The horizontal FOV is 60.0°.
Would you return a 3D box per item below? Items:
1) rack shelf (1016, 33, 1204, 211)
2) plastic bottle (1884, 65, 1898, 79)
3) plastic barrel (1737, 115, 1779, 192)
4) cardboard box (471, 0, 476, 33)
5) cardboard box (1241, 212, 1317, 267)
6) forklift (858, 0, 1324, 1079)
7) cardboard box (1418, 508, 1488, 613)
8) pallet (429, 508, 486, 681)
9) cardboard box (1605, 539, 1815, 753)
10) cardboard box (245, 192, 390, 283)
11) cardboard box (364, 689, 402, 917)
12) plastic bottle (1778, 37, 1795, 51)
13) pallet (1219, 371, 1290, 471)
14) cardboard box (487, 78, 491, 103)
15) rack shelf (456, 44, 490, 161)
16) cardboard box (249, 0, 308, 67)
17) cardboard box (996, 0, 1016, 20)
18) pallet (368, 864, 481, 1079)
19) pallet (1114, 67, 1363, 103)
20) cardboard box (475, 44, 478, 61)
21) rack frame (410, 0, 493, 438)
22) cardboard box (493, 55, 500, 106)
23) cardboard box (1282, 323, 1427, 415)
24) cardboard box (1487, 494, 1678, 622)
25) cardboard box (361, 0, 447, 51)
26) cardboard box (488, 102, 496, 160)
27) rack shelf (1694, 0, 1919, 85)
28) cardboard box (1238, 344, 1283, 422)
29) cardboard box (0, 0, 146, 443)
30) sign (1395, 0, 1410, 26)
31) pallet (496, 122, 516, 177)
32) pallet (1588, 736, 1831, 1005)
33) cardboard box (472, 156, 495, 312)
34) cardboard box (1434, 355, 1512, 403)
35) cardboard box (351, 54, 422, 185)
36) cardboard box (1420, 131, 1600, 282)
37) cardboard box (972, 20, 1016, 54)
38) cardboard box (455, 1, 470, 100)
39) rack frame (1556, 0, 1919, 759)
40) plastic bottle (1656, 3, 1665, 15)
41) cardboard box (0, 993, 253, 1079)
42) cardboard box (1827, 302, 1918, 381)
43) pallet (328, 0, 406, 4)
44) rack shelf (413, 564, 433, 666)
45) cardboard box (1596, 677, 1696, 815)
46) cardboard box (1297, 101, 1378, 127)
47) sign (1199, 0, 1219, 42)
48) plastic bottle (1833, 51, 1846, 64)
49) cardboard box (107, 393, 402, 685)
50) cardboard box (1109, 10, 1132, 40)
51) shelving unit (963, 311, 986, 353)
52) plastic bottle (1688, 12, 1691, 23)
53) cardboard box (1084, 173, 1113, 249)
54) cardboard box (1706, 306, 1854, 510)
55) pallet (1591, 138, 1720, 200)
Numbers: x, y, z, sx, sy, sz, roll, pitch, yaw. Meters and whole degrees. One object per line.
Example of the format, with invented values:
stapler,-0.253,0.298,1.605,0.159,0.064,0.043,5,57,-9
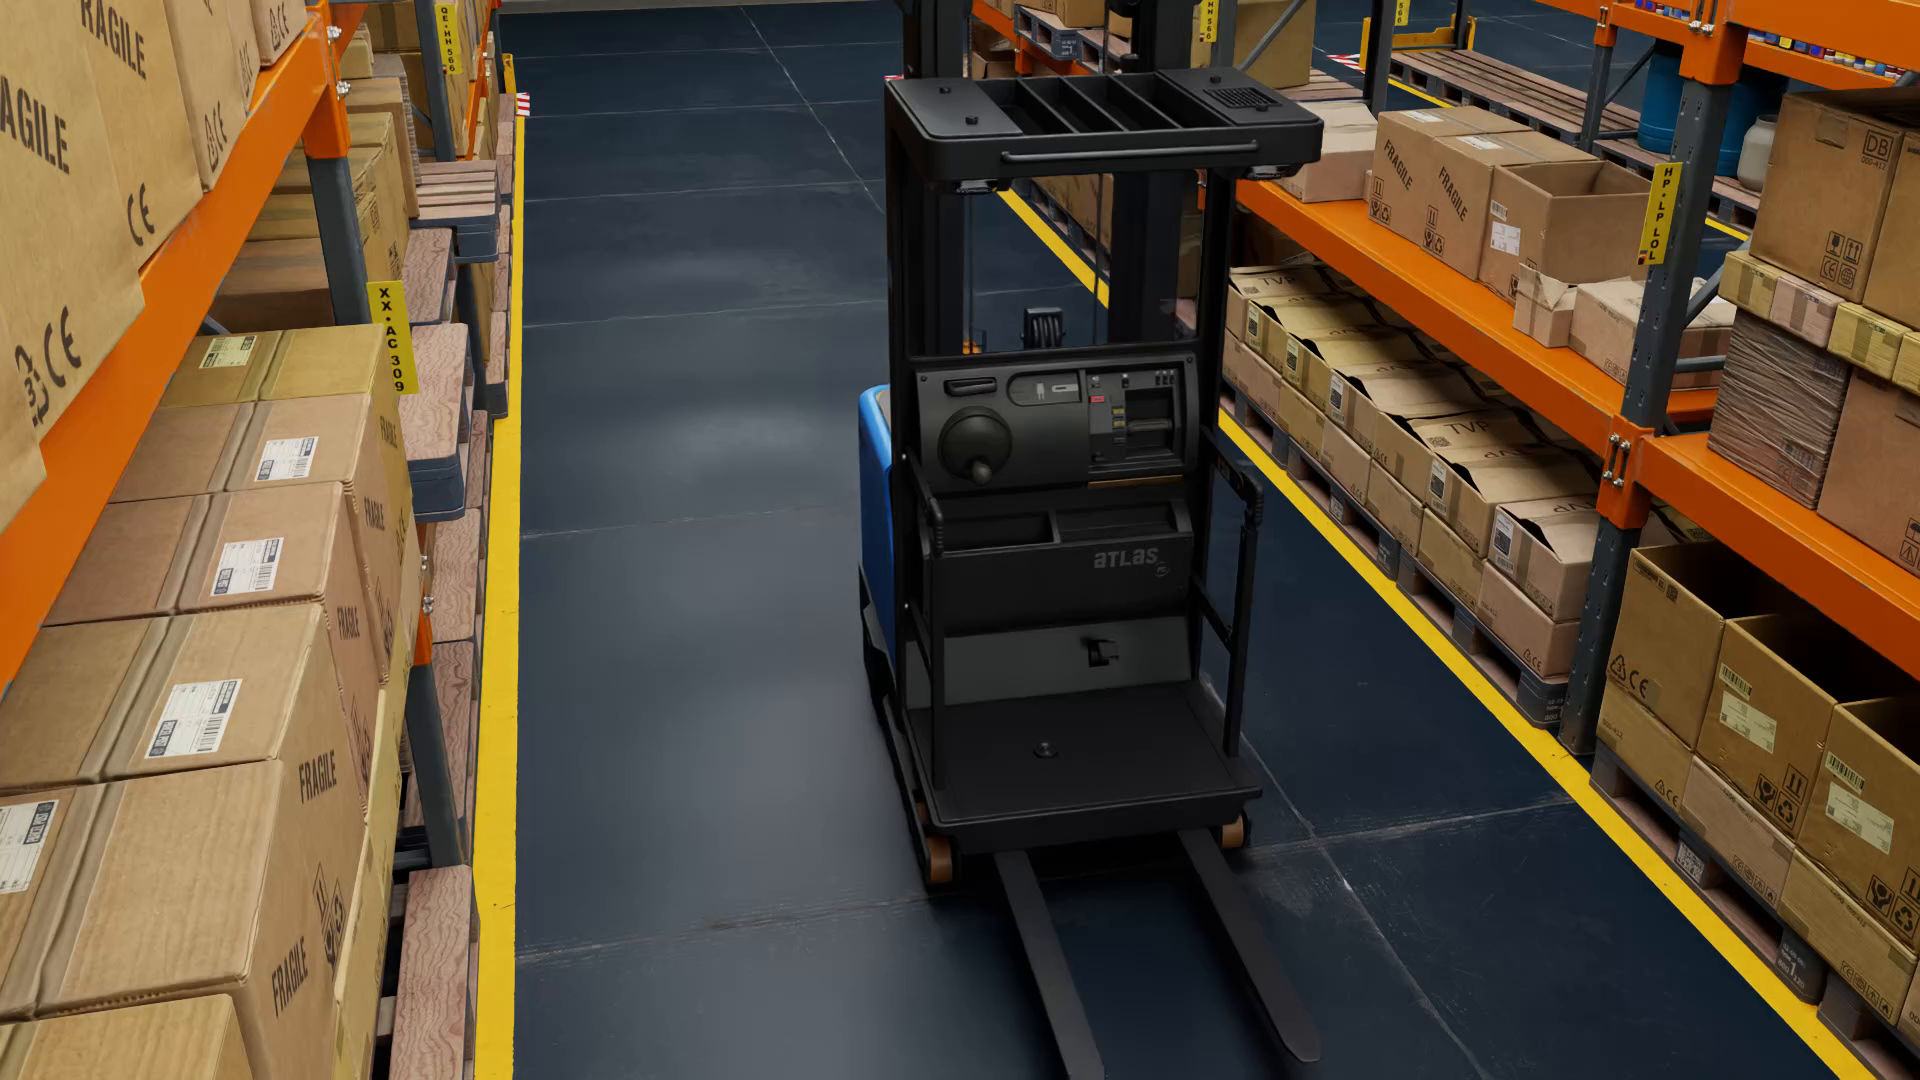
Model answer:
rack shelf,1.393,-2.922,11.008,1.077,0.370,4.000,-6,27,-12
plastic bottle,6.081,-3.108,10.800,0.097,0.201,0.097,0,27,0
plastic barrel,6.075,-2.891,12.443,0.421,0.512,0.421,0,27,0
cardboard box,-3.534,-3.626,11.141,0.500,0.500,0.500,-6,27,-12
cardboard box,2.019,-1.674,10.024,0.500,0.500,0.500,-5,27,-9
forklift,0.364,-0.351,5.193,1.130,2.935,3.031,-5,27,-10
cardboard box,2.257,0.056,6.895,0.500,0.250,0.500,-6,27,-12
pallet,-2.536,0.262,6.996,1.003,0.211,1.213,-6,27,-12
cardboard box,2.544,0.332,5.517,0.500,0.500,0.500,-6,27,-12
cardboard box,-2.281,-0.818,5.443,0.700,0.500,0.500,-3,27,-6
cardboard box,-1.446,0.570,3.437,0.500,0.250,0.500,-6,27,-12
plastic bottle,5.834,-3.590,11.663,0.061,0.283,0.133,-6,27,-12
pallet,1.991,-0.755,9.011,1.003,0.211,1.213,-6,27,-12
cardboard box,-3.851,-3.485,12.914,0.380,0.149,0.250,-5,27,-10
rack shelf,-3.433,-2.417,10.008,1.077,0.370,4.000,-6,27,-12
cardboard box,-1.725,-1.299,3.533,0.500,0.500,0.500,-5,27,-10
cardboard box,0.579,-4.359,12.946,0.500,0.500,0.500,-6,27,-11
pallet,-1.895,1.432,4.679,1.003,0.211,1.213,-6,27,-12
pallet,1.622,-2.570,9.725,1.213,0.211,1.003,-6,27,-12
cardboard box,-3.452,-3.285,11.186,0.380,0.149,0.250,-5,27,-11
rack frame,-2.982,-1.860,8.107,1.000,3.000,0.127,-6,27,-12
cardboard box,-4.530,-4.147,14.945,0.700,0.500,0.500,-6,27,-12
cardboard box,1.915,-0.862,8.091,0.500,0.311,0.500,-7,28,-13
cardboard box,2.374,0.032,6.321,0.500,0.311,0.500,-6,27,-12
cardboard box,-2.840,-2.620,8.315,0.500,0.250,0.500,-5,27,-10
cardboard box,-4.062,-3.247,13.163,0.700,0.500,0.500,-6,27,-12
rack shelf,3.196,-0.749,3.374,1.077,0.370,4.000,-6,27,-12
cardboard box,1.789,-0.845,8.680,0.500,0.250,0.500,-7,28,-13
cardboard box,-1.218,-0.380,1.712,0.500,0.500,0.500,-5,27,-9
sign,2.383,-2.940,8.960,0.100,0.325,0.005,-6,27,-12
pallet,-4.257,-3.250,13.954,1.003,0.211,1.213,-6,27,-12
pallet,2.883,0.989,5.556,1.003,0.211,1.213,-6,27,-12
cardboard box,-3.211,-1.809,9.926,0.750,0.750,0.750,-6,27,-12
cardboard box,2.547,-0.701,7.773,0.500,0.311,0.500,-5,27,-10
cardboard box,-2.866,-1.896,7.578,0.700,0.500,0.500,-9,28,-18
cardboard box,2.356,-1.444,7.170,0.500,0.500,0.500,-6,27,-12
cardboard box,0.403,-4.744,16.105,0.500,0.500,0.500,-6,27,-12
cardboard box,-3.062,-2.735,9.376,0.500,0.500,0.500,-6,27,-12
rack frame,2.745,-0.609,5.627,1.000,3.000,0.127,-6,27,-12
plastic bottle,5.510,-4.222,13.006,0.097,0.201,0.097,0,27,0
cardboard box,-1.096,0.917,1.916,0.500,0.500,0.500,-6,27,-11
cardboard box,2.733,-0.582,4.744,0.380,0.149,0.250,-7,28,-13
pallet,-2.116,-1.641,4.552,1.213,0.211,1.003,-6,27,-12
rack shelf,-1.630,1.095,3.050,1.077,0.370,4.000,-6,27,-12
cardboard box,2.554,0.665,5.688,0.500,0.250,0.500,-6,27,-12
cardboard box,1.883,-2.161,8.801,0.500,0.311,0.500,-4,27,-8
sign,1.317,-2.787,8.746,0.100,0.325,0.005,-6,27,-12
plastic bottle,5.972,-3.322,11.223,0.097,0.201,0.097,0,27,0
cardboard box,-1.555,0.014,3.706,0.500,0.500,0.500,-6,27,-12
cardboard box,1.400,-3.584,10.944,0.700,0.500,0.500,-13,30,-25
shelving unit,-0.012,-0.492,7.560,0.215,1.050,0.252,-6,27,-12
plastic bottle,5.606,-4.035,12.635,0.097,0.201,0.097,0,27,0
cardboard box,1.163,-2.289,11.242,0.500,0.500,0.500,-7,28,-14
cardboard box,2.851,-0.459,5.220,0.700,0.500,0.500,-7,28,-13
pallet,5.902,-3.034,13.528,1.003,0.211,1.213,-6,27,-12
